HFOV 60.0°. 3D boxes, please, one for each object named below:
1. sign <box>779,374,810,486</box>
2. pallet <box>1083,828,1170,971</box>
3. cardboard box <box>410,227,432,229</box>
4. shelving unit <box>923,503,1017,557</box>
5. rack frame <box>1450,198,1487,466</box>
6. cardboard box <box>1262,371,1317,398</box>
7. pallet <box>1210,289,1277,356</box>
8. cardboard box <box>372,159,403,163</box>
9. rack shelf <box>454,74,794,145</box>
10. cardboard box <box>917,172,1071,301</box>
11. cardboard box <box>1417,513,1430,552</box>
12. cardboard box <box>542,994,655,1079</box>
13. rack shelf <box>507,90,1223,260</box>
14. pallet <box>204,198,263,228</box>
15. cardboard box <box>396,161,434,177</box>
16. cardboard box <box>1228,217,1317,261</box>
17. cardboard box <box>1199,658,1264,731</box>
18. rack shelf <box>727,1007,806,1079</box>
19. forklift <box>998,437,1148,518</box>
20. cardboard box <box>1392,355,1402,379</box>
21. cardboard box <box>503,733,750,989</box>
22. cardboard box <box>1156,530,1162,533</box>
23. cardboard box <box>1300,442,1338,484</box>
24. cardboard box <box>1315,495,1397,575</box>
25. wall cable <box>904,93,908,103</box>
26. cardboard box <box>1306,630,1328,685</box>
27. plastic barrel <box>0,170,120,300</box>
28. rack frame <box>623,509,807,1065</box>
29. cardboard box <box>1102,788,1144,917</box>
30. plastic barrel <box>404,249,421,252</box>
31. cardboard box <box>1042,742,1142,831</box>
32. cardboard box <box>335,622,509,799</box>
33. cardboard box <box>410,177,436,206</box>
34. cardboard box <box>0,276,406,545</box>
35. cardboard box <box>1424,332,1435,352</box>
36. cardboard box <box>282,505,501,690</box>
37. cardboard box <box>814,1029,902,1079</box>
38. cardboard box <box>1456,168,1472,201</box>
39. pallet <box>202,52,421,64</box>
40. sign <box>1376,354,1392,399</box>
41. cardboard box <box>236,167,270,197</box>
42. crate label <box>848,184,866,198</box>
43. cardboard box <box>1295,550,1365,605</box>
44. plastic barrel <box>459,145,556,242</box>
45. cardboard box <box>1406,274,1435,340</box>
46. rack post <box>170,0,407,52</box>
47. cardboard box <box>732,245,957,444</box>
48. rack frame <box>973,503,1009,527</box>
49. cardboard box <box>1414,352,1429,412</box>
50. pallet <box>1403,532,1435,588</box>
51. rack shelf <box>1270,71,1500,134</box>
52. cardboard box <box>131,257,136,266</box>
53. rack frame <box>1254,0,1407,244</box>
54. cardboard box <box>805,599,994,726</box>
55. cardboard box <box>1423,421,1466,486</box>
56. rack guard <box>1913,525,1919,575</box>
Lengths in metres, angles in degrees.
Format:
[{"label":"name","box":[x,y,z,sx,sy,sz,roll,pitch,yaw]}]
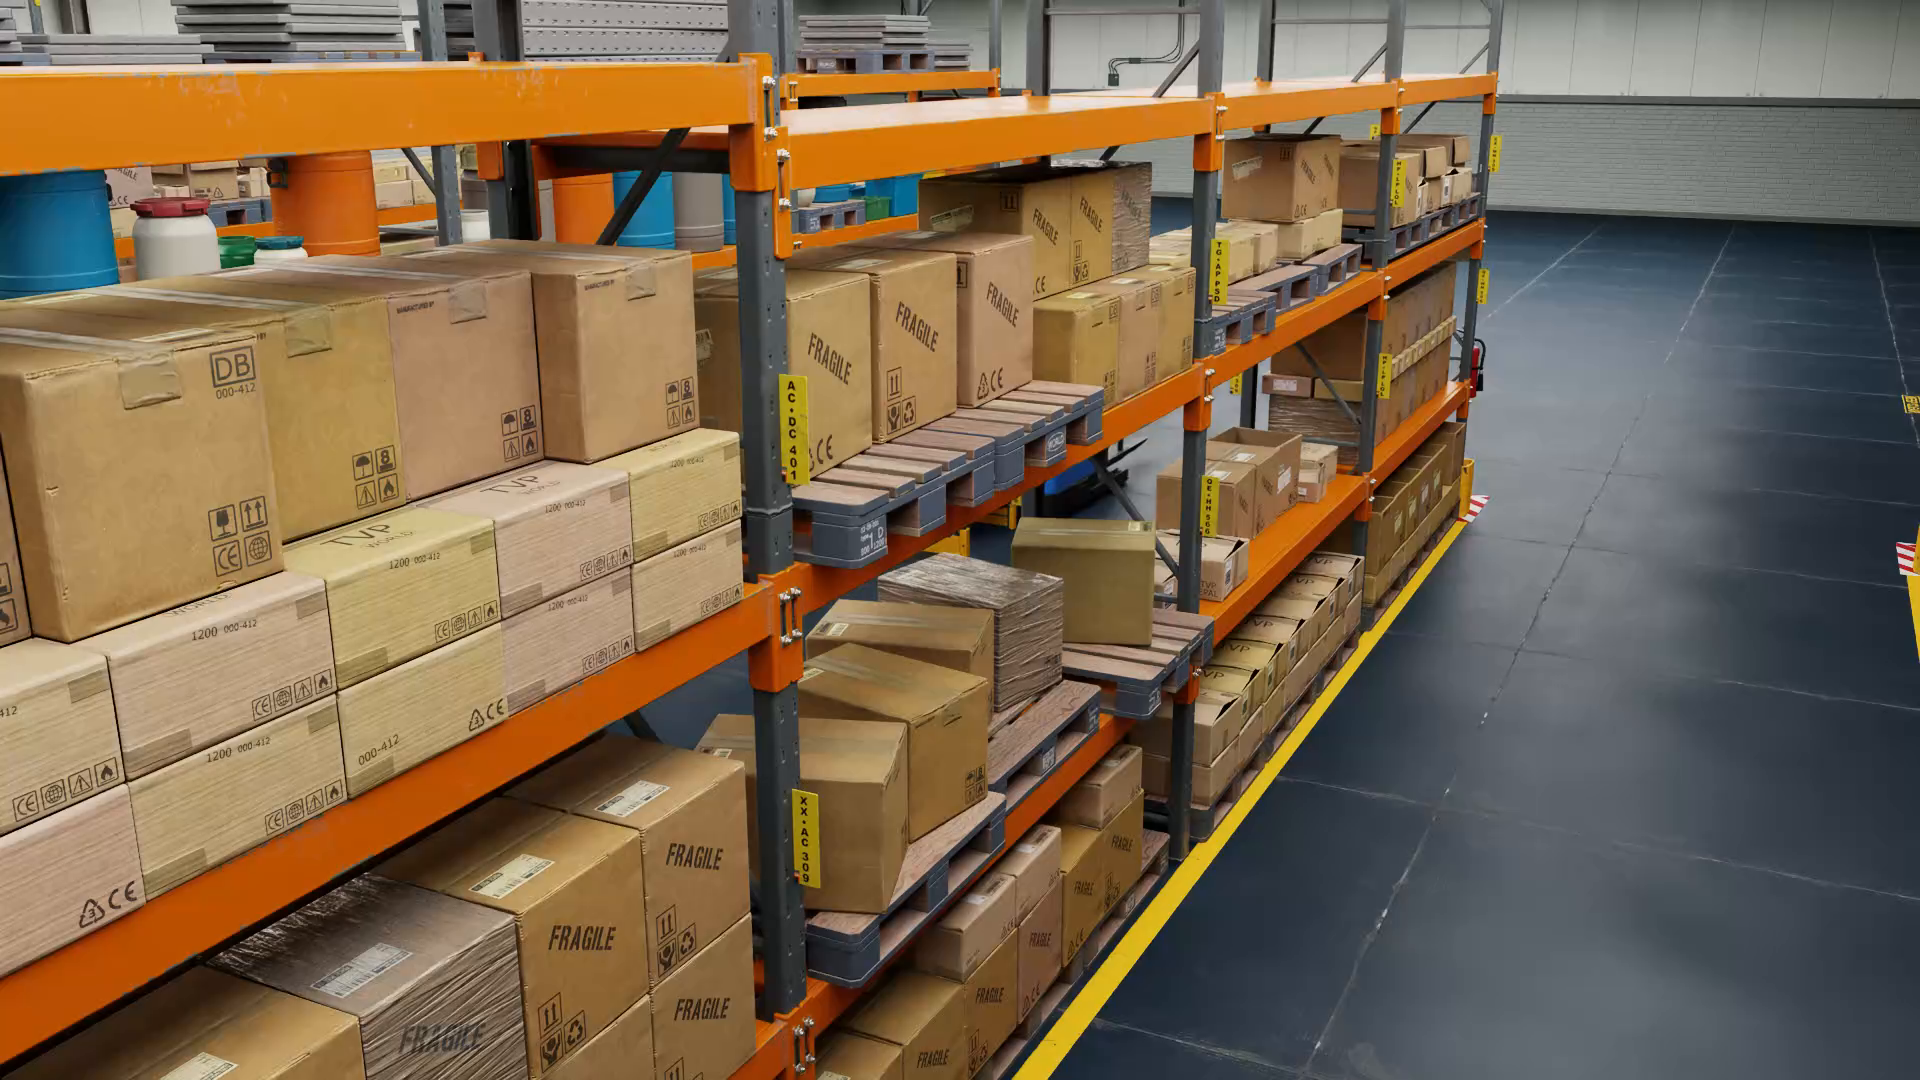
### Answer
[{"label":"sign","box":[-0.491,-0.323,4.894,0.100,0.325,0.005,8,18,25]},{"label":"pallet","box":[0.440,1.799,8.824,1.003,0.211,1.213,8,18,25]},{"label":"cardboard box","box":[-5.864,-3.078,17.891,0.500,0.500,0.500,8,18,25]},{"label":"shelving unit","box":[0.034,-0.738,15.102,0.587,1.500,1.083,8,18,25]},{"label":"rack frame","box":[4.382,-1.761,15.912,1.000,3.000,0.127,8,18,25]},{"label":"cardboard box","box":[2.525,-1.198,12.700,0.380,0.149,0.250,8,18,25]},{"label":"pallet","box":[1.031,-1.255,9.271,1.213,0.211,1.003,9,19,28]},{"label":"cardboard box","box":[-6.043,-3.885,17.358,0.380,0.149,0.250,7,18,24]},{"label":"rack shelf","box":[-2.728,-3.203,12.196,1.077,0.370,4.000,8,18,25]},{"label":"cardboard box","box":[0.151,-1.319,7.221,0.500,0.500,0.500,8,18,25]},{"label":"cardboard box","box":[3.748,-0.087,14.365,0.500,0.250,0.500,8,18,25]},{"label":"cardboard box","box":[-1.203,1.539,4.625,0.500,0.500,0.500,9,19,27]},{"label":"rack shelf","box":[-0.086,-1.553,6.641,1.077,0.370,4.000,8,18,25]},{"label":"pallet","box":[-7.097,-2.943,14.953,1.213,0.211,1.003,8,18,25]},{"label":"cardboard box","box":[-5.575,-3.815,17.122,0.380,0.149,0.250,9,19,27]},{"label":"cardboard box","box":[2.068,-2.014,11.019,0.500,0.250,0.500,6,18,20]},{"label":"cardboard box","box":[1.532,0.893,10.080,0.500,0.311,0.500,8,18,24]},{"label":"rack shelf","box":[-1.873,2.150,4.008,1.077,0.370,4.000,8,18,25]},{"label":"forklift","box":[1.085,-1.973,16.744,1.130,2.935,3.031,8,18,25]},{"label":"cardboard box","box":[3.344,-1.405,13.399,0.380,0.149,0.250,7,18,24]},{"label":"cardboard box","box":[-0.974,0.930,4.920,0.500,0.500,0.500,8,18,26]},{"label":"cardboard box","box":[1.327,0.065,10.205,0.380,0.149,0.250,10,19,29]},{"label":"cardboard box","box":[2.414,-0.540,12.062,0.500,0.250,0.500,9,19,29]},{"label":"cardboard box","box":[3.082,-0.063,12.970,0.500,0.500,0.500,8,18,25]},{"label":"wall cable","box":[-2.999,-14.462,53.591,3.097,2.526,0.112,8,18,25]},{"label":"cardboard box","box":[2.213,0.776,11.461,0.500,0.250,0.500,9,19,27]},{"label":"plastic barrel","box":[-4.783,-1.670,8.717,0.600,0.901,0.708,8,18,25]},{"label":"rack frame","box":[-0.980,1.295,5.621,1.000,3.000,0.127,8,18,25]},{"label":"cardboard box","box":[0.600,1.532,8.442,0.500,0.500,0.500,9,19,28]},{"label":"plastic barrel","box":[-3.557,-1.788,11.005,0.294,0.245,0.294,0,17,0]},{"label":"cardboard box","box":[0.578,1.187,8.285,0.500,0.250,0.500,9,19,27]},{"label":"cardboard box","box":[-1.408,0.341,3.827,0.500,0.250,0.500,8,18,25]},{"label":"cardboard box","box":[-5.603,-3.587,17.054,0.500,0.250,0.500,8,18,25]},{"label":"cardboard box","box":[-1.731,-0.304,3.804,0.700,0.500,0.500,8,18,25]},{"label":"cardboard box","box":[3.921,-1.736,14.511,0.380,0.149,0.250,9,19,27]},{"label":"cardboard box","box":[-1.406,0.102,3.755,0.500,0.250,0.500,8,18,25]},{"label":"cardboard box","box":[-0.545,2.190,6.224,0.500,0.500,0.500,7,18,23]},{"label":"cardboard box","box":[4.104,-3.069,14.326,0.500,0.250,0.500,8,18,25]},{"label":"pallet","box":[-3.972,-2.768,9.800,1.213,0.211,1.003,8,18,25]},{"label":"sign","box":[3.085,-1.193,12.104,0.100,0.325,0.005,8,18,25]},{"label":"cardboard box","box":[-6.596,-3.326,15.411,0.396,0.266,0.258,9,19,27]},{"label":"crate label","box":[-1.179,-3.324,16.167,0.502,0.251,0.408,8,18,25]},{"label":"cardboard box","box":[2.671,0.245,12.263,0.500,0.311,0.500,8,18,25]},{"label":"plastic barrel","box":[-3.061,-2.215,11.289,0.600,0.901,0.600,0,17,0]},{"label":"cardboard box","box":[3.684,-2.037,14.387,0.700,0.500,0.500,8,18,26]},{"label":"rack post","box":[-3.909,-3.005,9.694,0.954,0.300,0.937,8,18,25]},{"label":"cardboard box","box":[-0.410,-0.732,6.089,0.600,0.600,0.600,8,18,25]},{"label":"rack frame","box":[0.265,-0.870,15.546,0.500,1.500,0.032,8,18,25]},{"label":"cardboard box","box":[3.705,-1.432,14.627,0.700,0.500,0.500,8,18,26]},{"label":"pallet","box":[3.532,0.085,14.593,1.003,0.211,1.213,8,18,25]},{"label":"rack shelf","box":[3.489,-3.591,13.502,1.077,0.370,4.000,8,18,25]},{"label":"cardboard box","box":[-9.956,-3.615,19.991,0.875,0.550,0.550,8,18,25]},{"label":"rack frame","box":[2.595,-3.618,11.627,1.000,3.000,0.127,8,18,25]},{"label":"cardboard box","box":[-0.245,0.588,7.088,0.700,0.500,0.500,3,17,11]},{"label":"cardboard box","box":[4.409,-0.830,15.549,0.500,0.500,0.500,8,18,25]},{"label":"rack guard","box":[8.782,0.086,14.084,1.175,0.500,0.348,8,18,25]}]
